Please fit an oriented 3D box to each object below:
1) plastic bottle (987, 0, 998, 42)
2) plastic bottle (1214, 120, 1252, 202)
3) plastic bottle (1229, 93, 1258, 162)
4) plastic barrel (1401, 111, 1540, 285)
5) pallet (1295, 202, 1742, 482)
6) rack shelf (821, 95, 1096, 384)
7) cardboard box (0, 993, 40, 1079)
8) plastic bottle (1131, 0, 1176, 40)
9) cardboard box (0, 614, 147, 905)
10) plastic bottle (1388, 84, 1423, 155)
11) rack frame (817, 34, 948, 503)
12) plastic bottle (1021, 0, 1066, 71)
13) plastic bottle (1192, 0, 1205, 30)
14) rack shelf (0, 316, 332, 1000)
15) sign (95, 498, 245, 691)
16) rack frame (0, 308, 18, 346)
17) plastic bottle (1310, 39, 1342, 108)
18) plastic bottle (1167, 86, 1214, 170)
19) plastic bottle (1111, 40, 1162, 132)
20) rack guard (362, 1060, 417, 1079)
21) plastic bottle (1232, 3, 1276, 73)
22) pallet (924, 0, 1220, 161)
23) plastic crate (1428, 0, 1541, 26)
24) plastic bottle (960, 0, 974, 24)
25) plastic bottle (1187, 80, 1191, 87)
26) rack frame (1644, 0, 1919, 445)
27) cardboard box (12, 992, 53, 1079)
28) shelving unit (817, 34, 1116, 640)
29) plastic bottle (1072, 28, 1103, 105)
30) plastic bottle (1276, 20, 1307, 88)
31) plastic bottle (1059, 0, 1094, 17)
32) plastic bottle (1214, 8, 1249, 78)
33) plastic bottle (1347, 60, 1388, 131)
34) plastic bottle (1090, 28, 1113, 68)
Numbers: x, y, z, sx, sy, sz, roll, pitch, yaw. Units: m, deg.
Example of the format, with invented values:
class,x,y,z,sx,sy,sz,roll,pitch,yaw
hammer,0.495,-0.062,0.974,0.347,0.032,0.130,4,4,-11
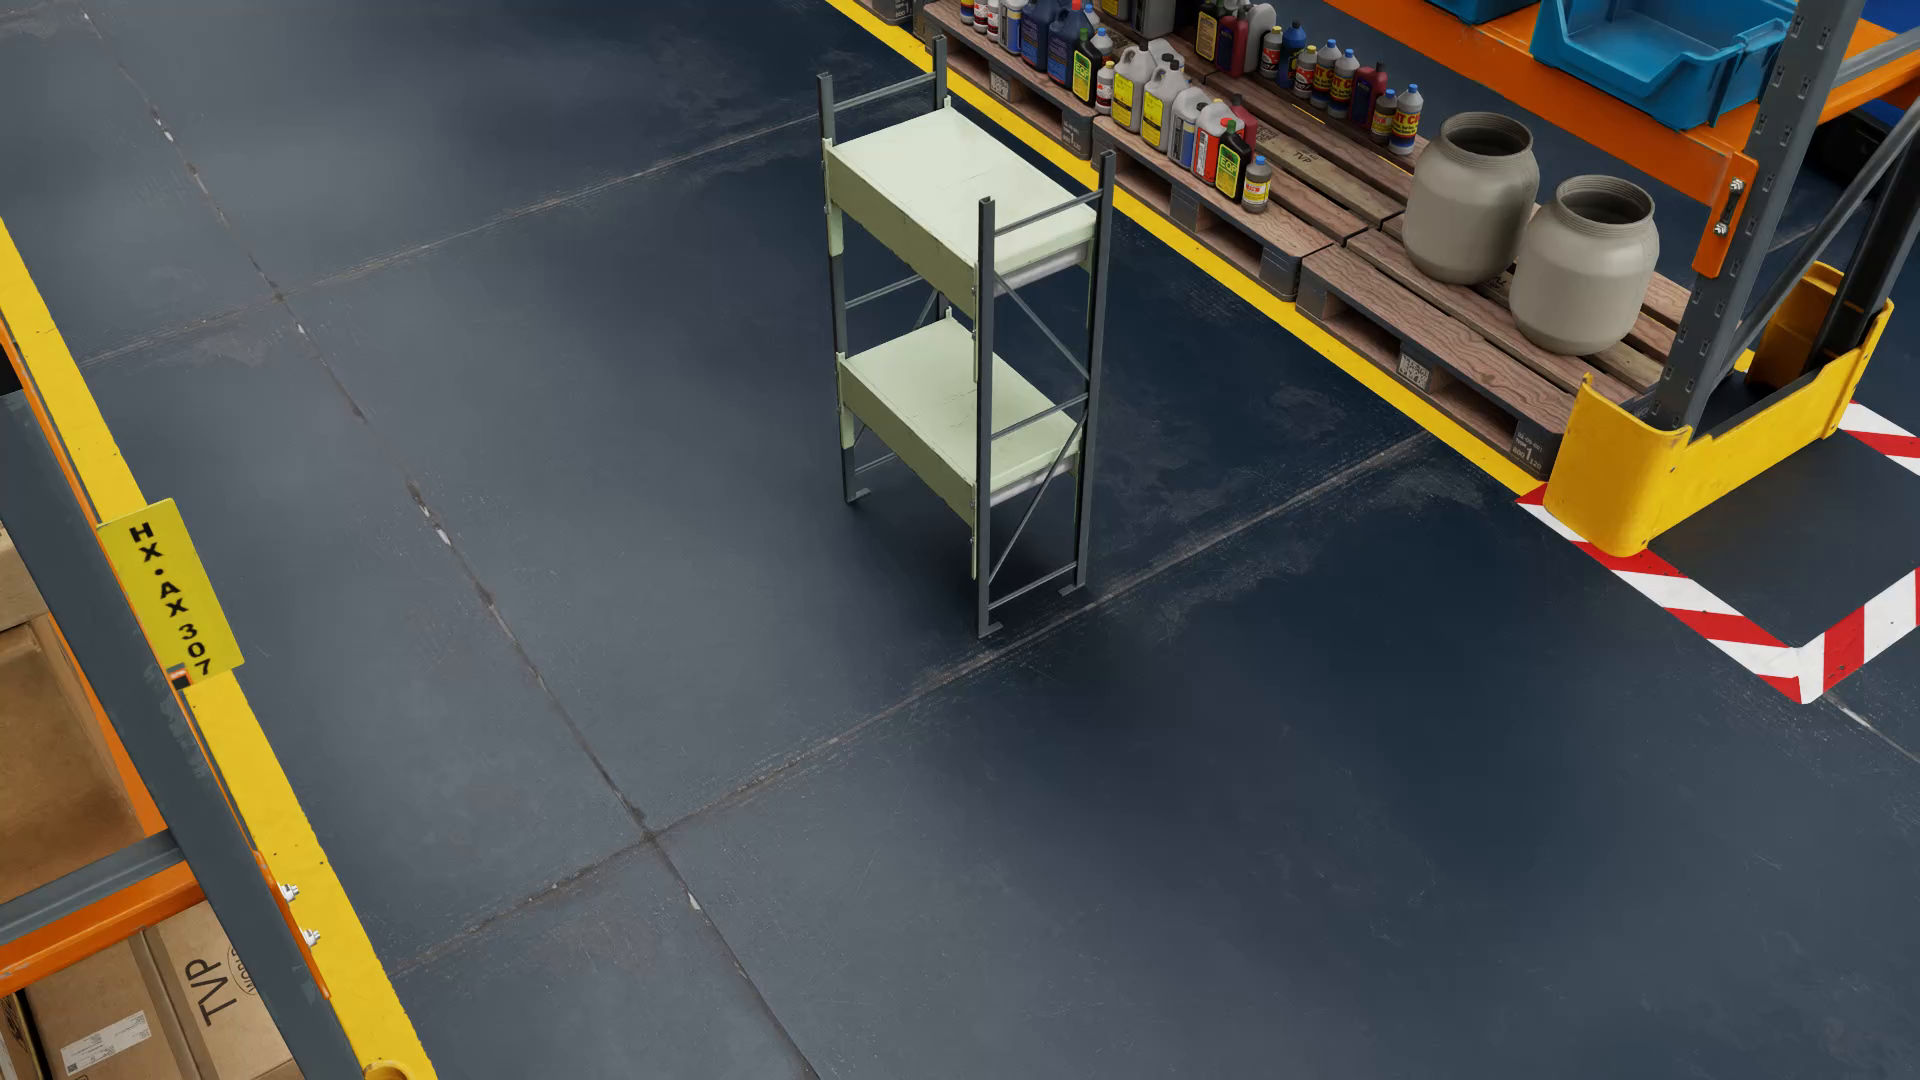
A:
class,x,y,z,sx,sy,sz,roll,pitch,yaw
plastic bottle,0.166,-2.260,7.152,0.097,0.201,0.097,0,44,0
plastic bottle,1.023,-1.418,6.212,0.061,0.283,0.133,-25,49,-24
plastic bottle,1.070,-1.555,6.356,0.061,0.283,0.133,-26,49,-24
plastic barrel,1.789,-1.194,5.826,0.421,0.512,0.421,0,44,0
pallet,1.973,-0.794,5.929,1.003,0.211,1.213,-26,49,-24
rack shelf,0.004,-0.821,4.459,0.431,0.370,0.720,-26,49,-24
cardboard box,-2.101,1.024,3.149,0.500,0.500,0.500,-26,49,-24
plastic bottle,0.834,-2.323,7.165,0.152,0.276,0.135,-26,49,-24
cardboard box,-1.806,0.333,2.656,0.700,0.500,0.500,-26,49,-24
plastic bottle,1.734,-1.638,6.451,0.097,0.271,0.097,0,44,0
rack frame,-0.206,-0.746,4.945,0.400,1.500,0.023,-26,49,-24
plastic bottle,0.348,-2.161,6.941,0.144,0.351,0.185,-24,49,-23
plastic bottle,1.069,-2.323,7.159,0.061,0.283,0.133,-23,48,-22
rack shelf,-2.694,-0.234,3.844,1.077,0.370,4.000,-26,49,-24
sign,-1.091,0.081,2.309,0.100,0.325,0.005,-26,49,-24
rack frame,-3.838,-1.627,4.782,1.000,3.000,0.127,-26,49,-24
plastic bottle,1.480,-1.889,6.714,0.097,0.271,0.097,0,44,0
plastic bottle,0.904,-1.589,6.396,0.152,0.276,0.135,-27,50,-25
plastic bottle,0.699,-1.814,6.577,0.144,0.351,0.185,-26,49,-25
rack guard,-1.536,1.556,3.258,1.175,0.500,0.348,-26,49,-24
plastic bottle,1.216,-2.119,6.951,0.152,0.276,0.135,-25,49,-24
pallet,0.577,-2.176,7.376,1.003,0.211,1.213,-26,49,-24
plastic crate,1.617,-1.797,5.068,0.499,0.251,0.408,-26,49,-24
plastic bottle,0.050,-2.400,7.249,0.097,0.271,0.097,0,44,0
plastic bottle,0.880,-1.727,6.594,0.097,0.201,0.097,0,44,0
rack frame,2.515,-1.316,4.456,1.000,3.000,0.127,-26,49,-24
cardboard box,-2.099,1.294,3.409,0.500,0.250,0.500,-26,49,-24
shelving unit,0.004,-0.539,4.728,0.431,1.500,0.755,-26,49,-24
plastic bottle,0.517,-1.920,6.737,0.061,0.283,0.133,-24,48,-23
plastic bottle,1.364,-2.004,6.834,0.097,0.271,0.097,0,44,0
plastic bottle,0.467,-2.218,7.001,0.144,0.351,0.185,-26,49,-24
plastic bottle,1.129,-2.079,6.905,0.061,0.283,0.133,-26,49,-24
plastic bottle,1.619,-1.778,6.589,0.061,0.283,0.133,-25,49,-24
plastic bottle,0.571,-1.957,6.785,0.097,0.271,0.097,0,44,0
